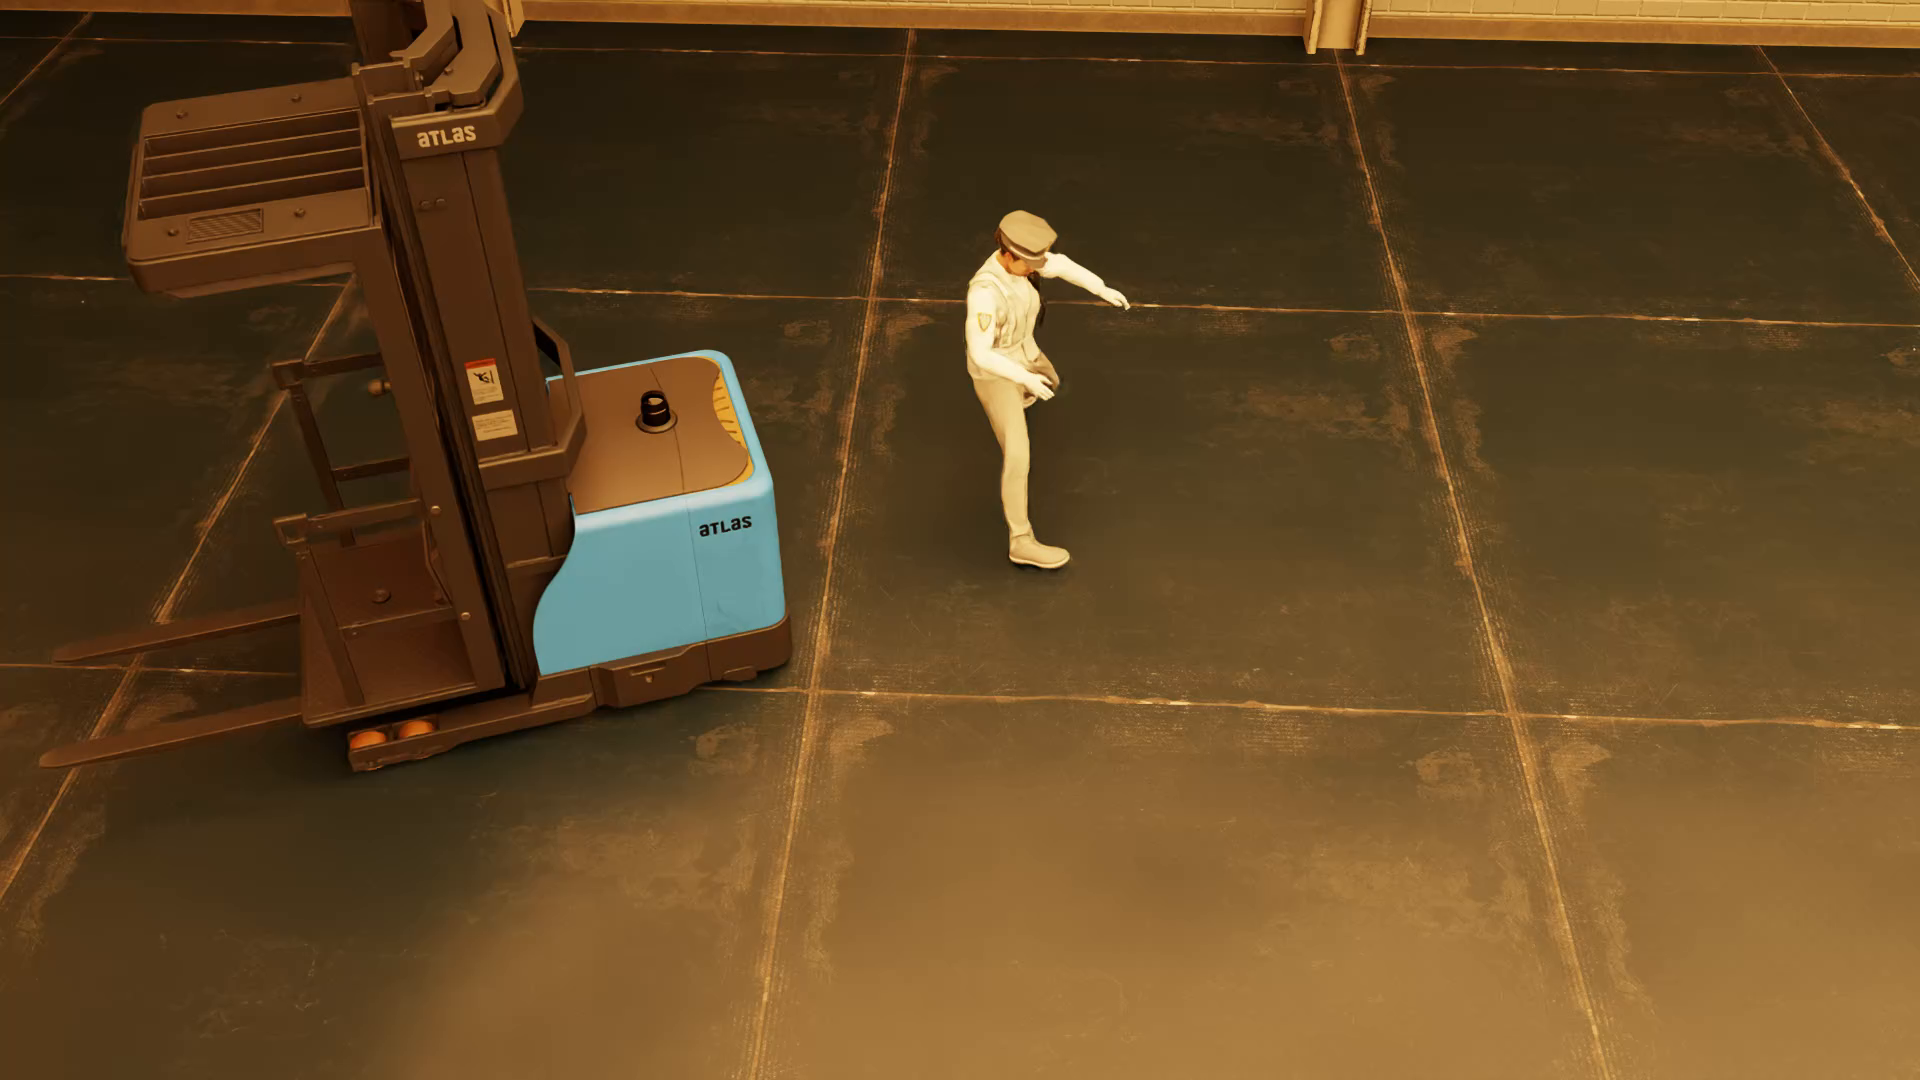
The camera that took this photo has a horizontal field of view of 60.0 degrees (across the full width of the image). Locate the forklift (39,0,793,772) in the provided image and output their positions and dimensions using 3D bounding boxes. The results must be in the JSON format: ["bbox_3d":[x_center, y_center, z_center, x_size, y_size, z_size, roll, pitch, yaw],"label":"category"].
[{"bbox_3d":[-2.308,-0.532,6.325,3.031,2.935,1.130,-12,44,-13],"label":"forklift"}]

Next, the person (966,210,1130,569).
[{"bbox_3d":[0.351,-0.848,7.751,0.893,1.484,1.194,21,46,21],"label":"person"}]
